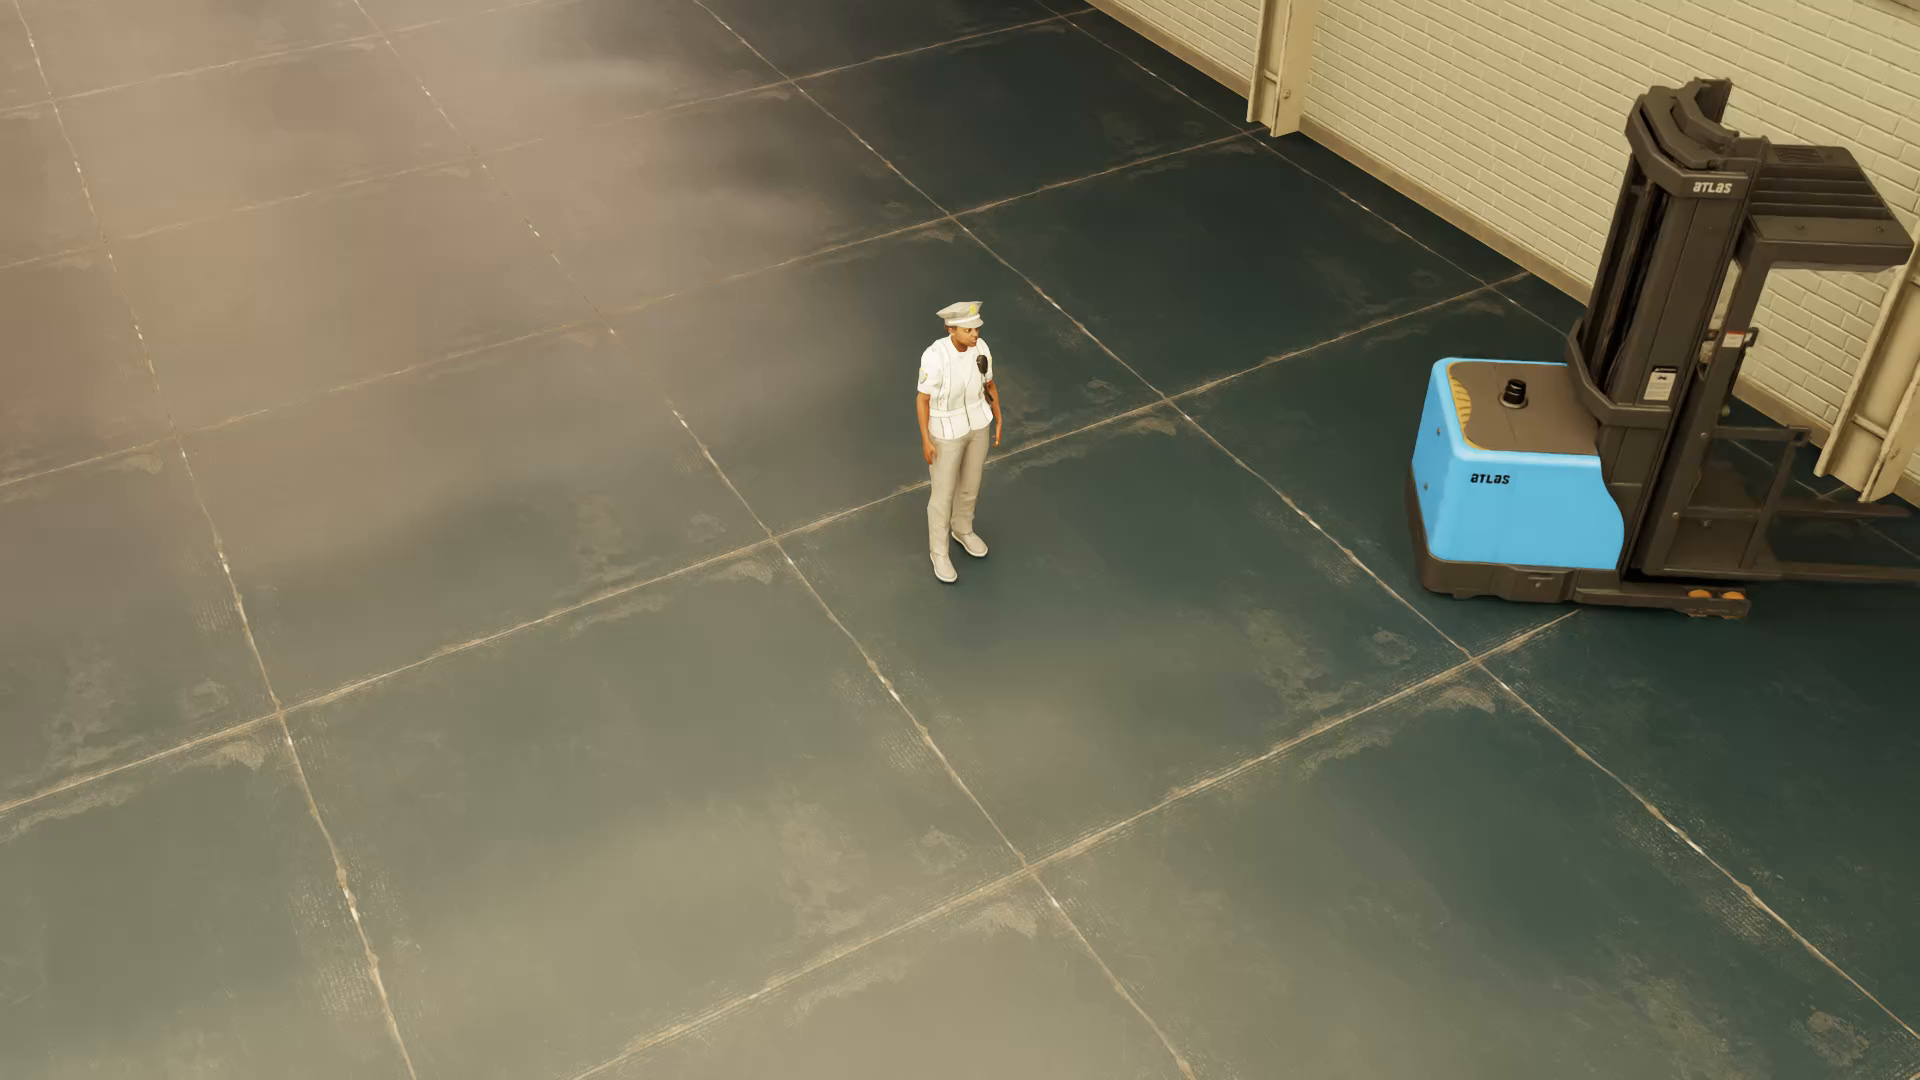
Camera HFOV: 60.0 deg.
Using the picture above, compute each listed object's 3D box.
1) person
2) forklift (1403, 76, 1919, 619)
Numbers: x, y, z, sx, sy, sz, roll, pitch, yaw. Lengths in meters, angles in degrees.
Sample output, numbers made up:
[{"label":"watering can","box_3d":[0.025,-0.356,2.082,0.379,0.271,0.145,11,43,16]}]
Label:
[{"label":"person","box_3d":[0.020,-0.610,9.729,0.569,1.695,0.530,-20,44,-23]},{"label":"forklift","box_3d":[4.291,-1.018,9.263,3.031,2.935,1.130,3,40,4]}]
